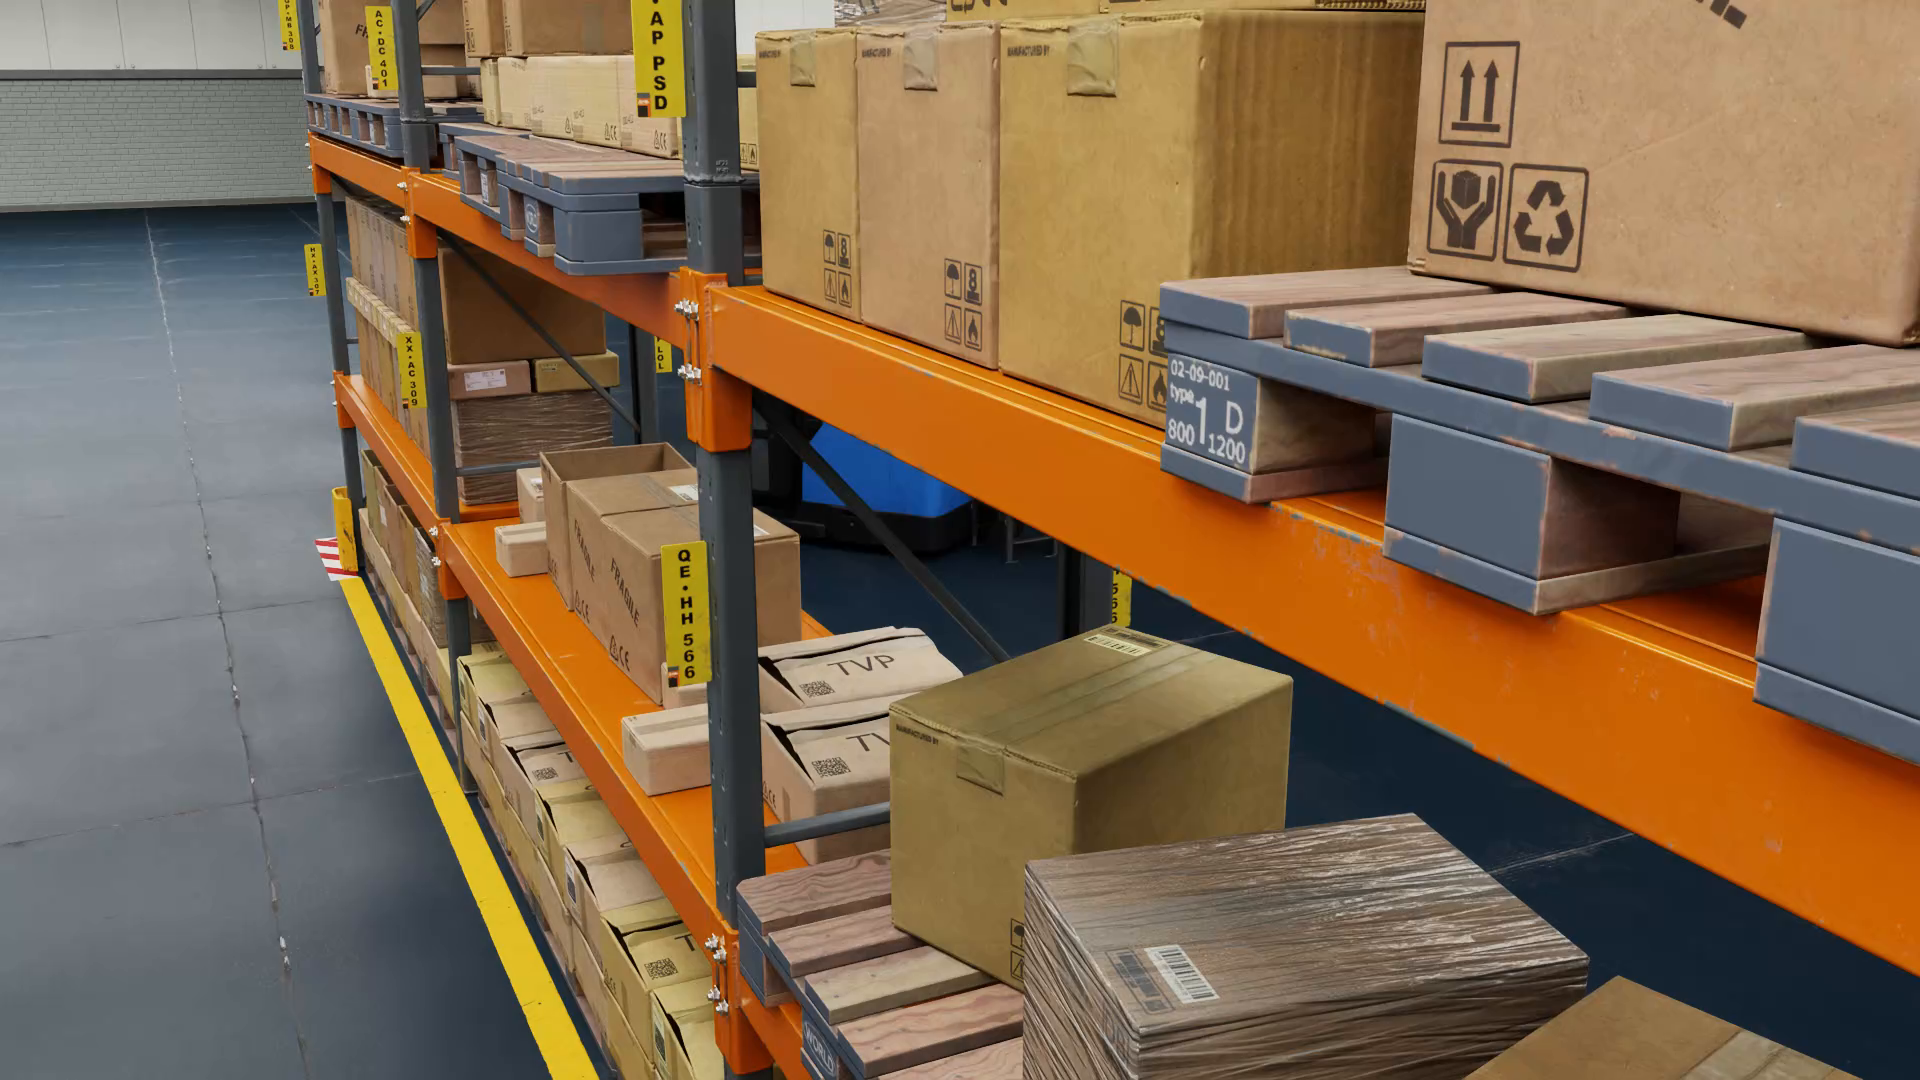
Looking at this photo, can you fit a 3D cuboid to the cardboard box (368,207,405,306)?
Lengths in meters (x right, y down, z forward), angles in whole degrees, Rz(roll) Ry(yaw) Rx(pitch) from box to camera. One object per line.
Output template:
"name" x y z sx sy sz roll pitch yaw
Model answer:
"cardboard box" -2.932 -1.618 9.416 0.700 0.500 0.500 -8 18 -25

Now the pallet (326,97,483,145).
"pallet" -2.780 -2.249 8.872 1.003 0.211 1.213 -8 18 -25

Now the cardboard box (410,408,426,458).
"cardboard box" -2.506 -0.751 8.750 0.700 0.500 0.500 -7 18 -24

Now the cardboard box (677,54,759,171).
"cardboard box" -0.350 -1.025 3.956 0.500 0.250 0.500 -9 18 -29

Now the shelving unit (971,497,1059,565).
"shelving unit" 0.378 -0.931 11.189 0.431 2.100 0.503 -9 18 -27

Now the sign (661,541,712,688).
"sign" -0.598 0.164 3.642 0.100 0.325 0.005 -8 18 -25

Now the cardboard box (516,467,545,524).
"cardboard box" -1.598 -0.150 7.108 0.500 0.250 0.500 -6 17 -21

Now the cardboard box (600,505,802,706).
"cardboard box" -0.850 0.191 5.467 0.500 0.500 0.500 -9 18 -28

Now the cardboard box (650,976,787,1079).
"cardboard box" -0.551 1.403 4.631 0.500 0.311 0.500 -7 17 -23

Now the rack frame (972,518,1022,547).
"rack frame" 0.262 -0.990 11.395 0.400 2.100 0.015 -9 18 -27

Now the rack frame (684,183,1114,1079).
"rack frame" -0.101 0.653 4.038 1.000 3.000 0.127 -8 18 -25

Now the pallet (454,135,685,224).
"pallet" -0.971 -1.133 5.164 1.003 0.211 1.213 -7 17 -22

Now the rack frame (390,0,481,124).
"rack frame" -1.853 -3.223 6.667 1.000 3.000 0.127 -8 18 -25

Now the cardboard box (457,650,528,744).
"cardboard box" -1.896 0.644 7.277 0.500 0.311 0.500 -8 18 -25

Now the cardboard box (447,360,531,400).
"cardboard box" -2.165 -0.741 7.536 0.380 0.149 0.250 -8 18 -25

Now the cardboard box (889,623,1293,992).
"cardboard box" 0.277 0.545 3.470 0.500 0.500 0.700 15 22 42

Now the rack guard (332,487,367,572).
"rack guard" -3.616 -0.135 11.316 1.175 0.500 0.348 -8 18 -25

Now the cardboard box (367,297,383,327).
"cardboard box" -3.173 -1.312 9.526 0.380 0.149 0.250 -8 18 -27

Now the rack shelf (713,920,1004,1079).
"rack shelf" 0.776 1.494 2.409 1.077 0.370 4.000 -8 18 -25

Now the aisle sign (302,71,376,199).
"aisle sign" -3.909 -2.560 10.520 0.394 0.787 0.004 -8 18 -25

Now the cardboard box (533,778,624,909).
"cardboard box" -1.221 1.025 5.949 0.500 0.311 0.500 -7 17 -23

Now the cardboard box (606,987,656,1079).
"cardboard box" -0.779 1.544 5.155 0.500 0.250 0.500 -8 18 -26

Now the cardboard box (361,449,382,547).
"cardboard box" -3.350 -0.288 10.180 0.500 0.500 0.500 -8 18 -25

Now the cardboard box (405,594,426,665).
"cardboard box" -2.695 0.445 8.987 0.500 0.250 0.500 -8 18 -25

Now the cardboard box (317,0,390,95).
"cardboard box" -3.123 -2.645 8.896 0.500 0.500 0.500 -8 18 -25

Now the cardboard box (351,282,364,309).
"cardboard box" -3.509 -1.502 10.191 0.380 0.149 0.250 -8 18 -26

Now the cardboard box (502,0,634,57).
"cardboard box" -1.348 -1.975 5.908 0.500 0.500 0.500 -6 17 -20

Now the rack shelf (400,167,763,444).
"rack shelf" -0.977 -0.939 5.452 1.077 0.370 4.000 -8 18 -25

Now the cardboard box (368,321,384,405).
"cardboard box" -3.178 -1.132 10.076 0.700 0.500 0.500 -7 17 -23

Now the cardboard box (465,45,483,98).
"cardboard box" -2.073 -2.298 8.029 0.500 0.311 0.500 -9 18 -28

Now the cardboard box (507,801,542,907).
"cardboard box" -1.447 1.166 6.474 0.500 0.250 0.500 -8 18 -27

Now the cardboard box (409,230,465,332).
"cardboard box" -2.275 -1.245 8.119 0.700 0.500 0.500 -8 18 -25

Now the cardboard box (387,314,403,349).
"cardboard box" -2.839 -1.121 8.862 0.380 0.149 0.250 -7 17 -23

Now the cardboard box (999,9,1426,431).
"cardboard box" 0.572 -0.478 2.358 0.910 0.500 0.500 -8 18 -25

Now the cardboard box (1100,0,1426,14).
"cardboard box" 0.532 -0.956 2.212 0.500 0.500 0.500 -8 18 -25

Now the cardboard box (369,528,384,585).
"cardboard box" -3.348 0.072 10.285 0.500 0.250 0.500 -8 18 -25

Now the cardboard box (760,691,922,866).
"cardboard box" -0.221 0.600 4.383 0.500 0.311 0.500 -6 17 -21

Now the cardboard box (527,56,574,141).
"cardboard box" -1.070 -1.429 5.366 0.500 0.250 0.500 -9 18 -30

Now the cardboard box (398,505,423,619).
"cardboard box" -2.684 0.083 8.888 0.500 0.500 0.500 -8 18 -25

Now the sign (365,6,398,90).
"sign" -2.351 -2.000 6.763 0.100 0.325 0.005 -8 18 -25

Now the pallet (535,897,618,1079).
"pallet" -0.957 1.482 6.203 1.003 0.211 1.213 -8 18 -25

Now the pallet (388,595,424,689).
"pallet" -2.702 0.496 9.640 1.003 0.211 1.213 -8 18 -25

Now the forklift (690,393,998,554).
"forklift" -1.277 -1.565 11.889 3.031 2.935 1.130 8 18 25
